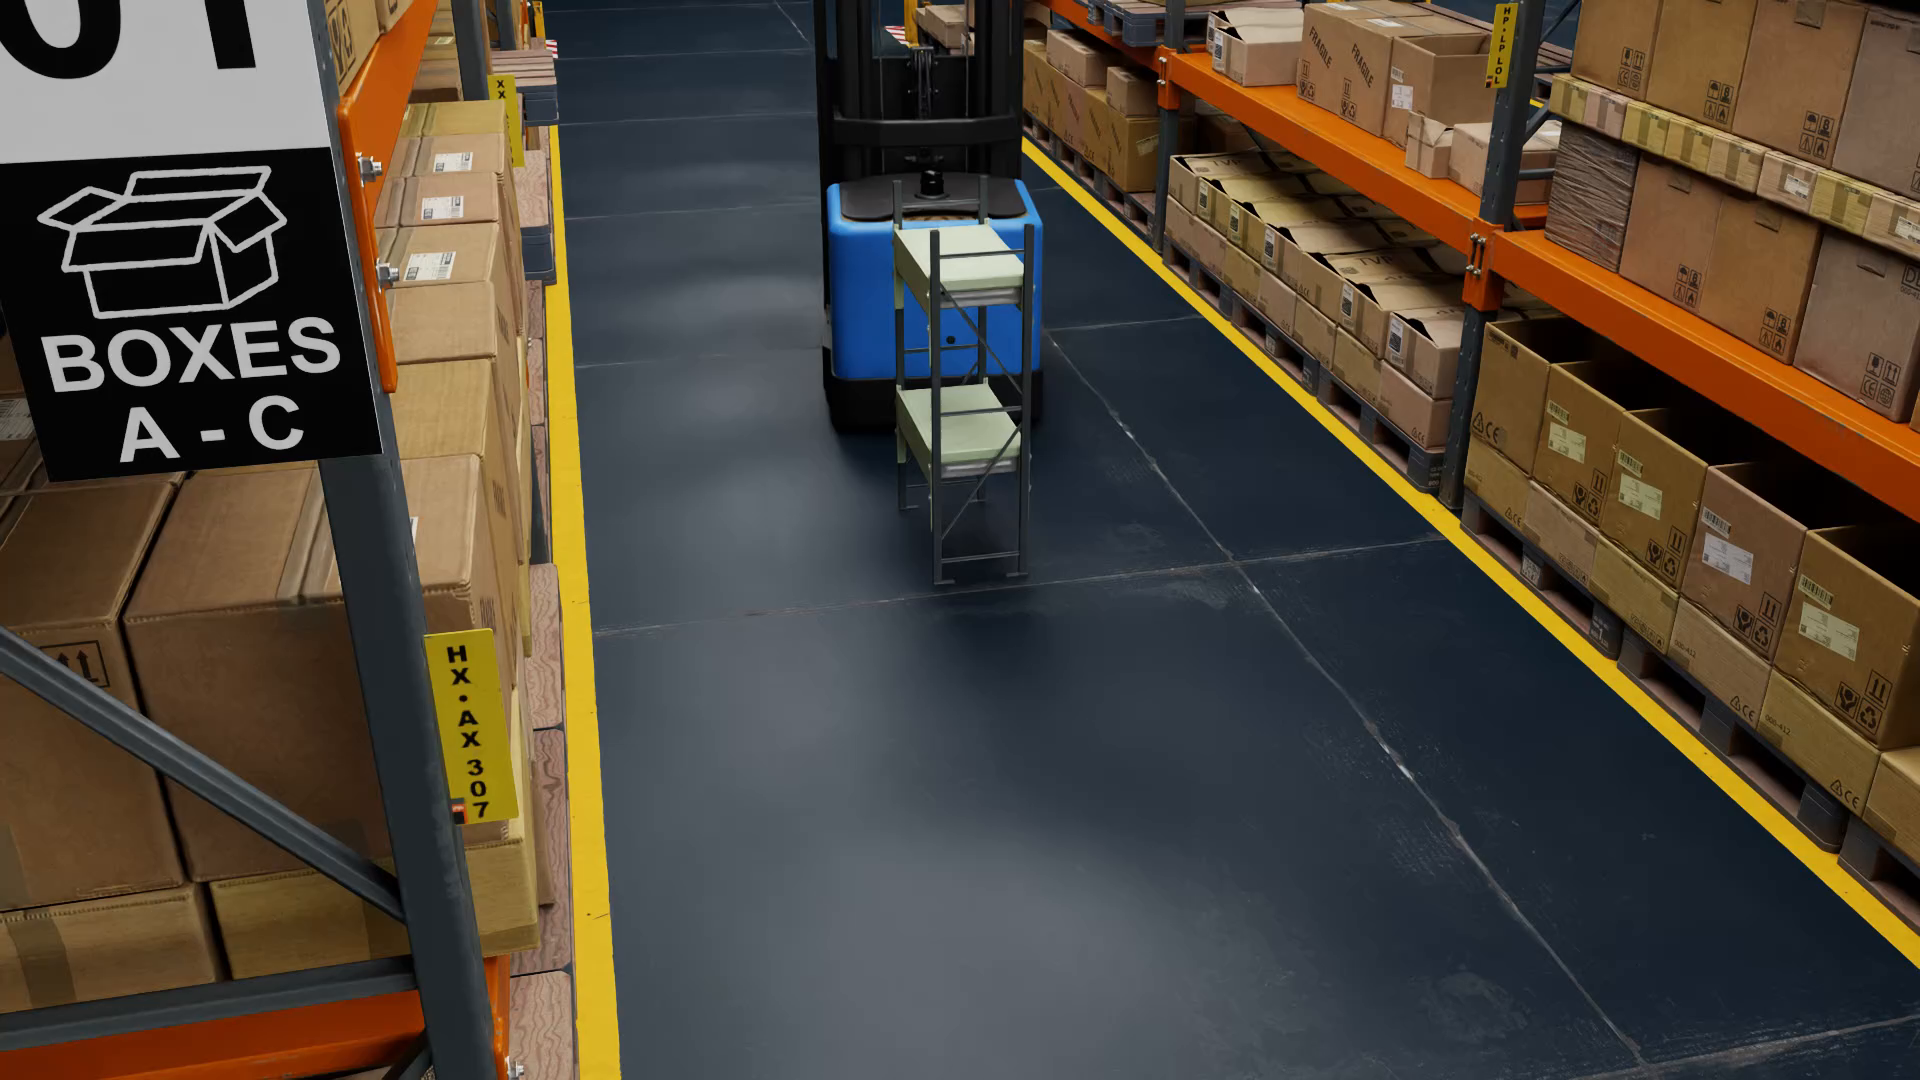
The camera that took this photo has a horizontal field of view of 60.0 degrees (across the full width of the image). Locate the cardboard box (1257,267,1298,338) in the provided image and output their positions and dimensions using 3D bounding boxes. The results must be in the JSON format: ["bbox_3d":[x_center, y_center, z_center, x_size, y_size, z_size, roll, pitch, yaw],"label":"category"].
[{"bbox_3d":[1.968,-1.326,9.135,0.500,0.250,0.500,-5,27,-11],"label":"cardboard box"}]

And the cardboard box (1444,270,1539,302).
[{"bbox_3d":[2.727,-1.181,8.224,0.500,0.311,0.500,-6,27,-12],"label":"cardboard box"}]

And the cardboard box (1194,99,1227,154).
[{"bbox_3d":[1.836,-2.838,11.830,0.500,0.500,0.500,-7,28,-13],"label":"cardboard box"}]

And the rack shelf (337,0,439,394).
[{"bbox_3d":[-1.690,-1.179,3.726,1.077,0.370,4.000,-6,27,-12],"label":"rack shelf"}]

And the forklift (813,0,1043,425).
[{"bbox_3d":[-0.234,-2.507,8.965,1.130,2.935,3.031,-2,27,-4],"label":"forklift"}]

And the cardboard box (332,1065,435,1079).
[{"bbox_3d":[-1.307,1.408,3.627,0.500,0.311,0.500,-9,28,-17],"label":"cardboard box"}]

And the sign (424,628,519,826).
[{"bbox_3d":[-0.711,0.275,2.415,0.100,0.325,0.005,-6,27,-12],"label":"sign"}]

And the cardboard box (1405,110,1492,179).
[{"bbox_3d":[2.308,-1.851,7.737,0.396,0.266,0.258,-7,28,-13],"label":"cardboard box"}]

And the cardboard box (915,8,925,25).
[{"bbox_3d":[-0.260,-5.517,17.526,0.380,0.149,0.250,-6,27,-12],"label":"cardboard box"}]

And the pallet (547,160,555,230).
[{"bbox_3d":[-3.418,-2.438,11.847,1.003,0.211,1.213,-6,27,-12],"label":"pallet"}]

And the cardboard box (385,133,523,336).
[{"bbox_3d":[-1.615,-0.921,5.058,0.500,0.500,0.500,-6,27,-12],"label":"cardboard box"}]

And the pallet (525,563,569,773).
[{"bbox_3d":[-1.955,0.497,6.031,1.003,0.211,1.213,-6,27,-12],"label":"pallet"}]

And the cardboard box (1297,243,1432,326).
[{"bbox_3d":[2.081,-1.350,8.558,0.500,0.311,0.500,-6,27,-12],"label":"cardboard box"}]

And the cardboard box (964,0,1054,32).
[{"bbox_3d":[0.454,-4.962,16.034,0.797,0.503,0.637,-6,27,-12],"label":"cardboard box"}]

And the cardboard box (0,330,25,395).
[{"bbox_3d":[-1.777,-0.193,3.616,0.500,0.500,0.500,-7,28,-13],"label":"cardboard box"}]

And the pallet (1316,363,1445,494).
[{"bbox_3d":[2.481,-0.618,8.240,1.003,0.211,1.213,-6,27,-12],"label":"pallet"}]

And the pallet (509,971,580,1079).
[{"bbox_3d":[-1.405,1.568,3.908,1.003,0.211,1.213,-6,27,-12],"label":"pallet"}]

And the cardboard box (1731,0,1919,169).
[{"bbox_3d":[3.018,-1.532,5.405,0.700,0.500,0.500,-6,27,-12],"label":"cardboard box"}]

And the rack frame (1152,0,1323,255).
[{"bbox_3d":[1.783,-3.300,10.458,1.000,3.000,0.127,-6,27,-12],"label":"rack frame"}]

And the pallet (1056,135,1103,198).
[{"bbox_3d":[1.381,-2.921,12.803,1.003,0.211,1.213,-6,27,-12],"label":"pallet"}]

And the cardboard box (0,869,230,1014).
[{"bbox_3d":[-1.533,0.590,2.897,0.500,0.250,0.500,-6,27,-11],"label":"cardboard box"}]

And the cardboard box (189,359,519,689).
[{"bbox_3d":[-1.156,-0.018,3.268,0.500,0.500,0.500,-6,27,-11],"label":"cardboard box"}]

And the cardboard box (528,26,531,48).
[{"bbox_3d":[-4.477,-4.862,15.861,0.700,0.500,0.500,-6,27,-12],"label":"cardboard box"}]

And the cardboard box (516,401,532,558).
[{"bbox_3d":[-1.391,-0.144,4.351,0.500,0.250,0.500,-6,27,-11],"label":"cardboard box"}]

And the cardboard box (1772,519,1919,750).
[{"bbox_3d":[2.936,0.275,5.129,0.500,0.500,0.500,-6,27,-12],"label":"cardboard box"}]

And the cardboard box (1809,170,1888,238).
[{"bbox_3d":[2.909,-1.060,5.191,0.380,0.149,0.250,-6,27,-12],"label":"cardboard box"}]

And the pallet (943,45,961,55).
[{"bbox_3d":[0.450,-4.649,16.226,1.003,0.211,1.213,-6,27,-12],"label":"pallet"}]

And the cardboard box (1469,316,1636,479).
[{"bbox_3d":[2.484,-0.603,6.869,0.500,0.500,0.500,-6,27,-12],"label":"cardboard box"}]

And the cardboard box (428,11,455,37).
[{"bbox_3d":[-2.520,-2.039,7.361,0.700,0.500,0.500,-2,27,-5],"label":"cardboard box"}]

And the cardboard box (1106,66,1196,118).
[{"bbox_3d":[1.327,-3.126,11.568,0.500,0.250,0.500,-5,27,-10],"label":"cardboard box"}]

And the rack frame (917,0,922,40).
[{"bbox_3d":[-0.019,-6.812,17.416,1.000,3.000,0.127,-6,27,-12],"label":"rack frame"}]

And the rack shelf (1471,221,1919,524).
[{"bbox_3d":[3.136,-0.344,5.402,1.077,0.370,4.000,-6,27,-12],"label":"rack shelf"}]

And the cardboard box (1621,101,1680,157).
[{"bbox_3d":[2.673,-1.517,6.095,0.380,0.149,0.250,-7,28,-13],"label":"cardboard box"}]

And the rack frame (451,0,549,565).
[{"bbox_3d":[-2.141,-1.039,5.979,1.000,3.000,0.127,-6,27,-12],"label":"rack frame"}]

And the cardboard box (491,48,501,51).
[{"bbox_3d":[-2.891,-2.860,9.843,0.380,0.149,0.250,-6,27,-12],"label":"cardboard box"}]

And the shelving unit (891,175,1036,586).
[{"bbox_3d":[0.002,-0.667,6.906,0.431,1.500,0.755,-6,27,-12],"label":"shelving unit"}]

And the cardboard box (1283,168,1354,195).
[{"bbox_3d":[2.265,-2.077,10.000,0.500,0.311,0.500,-6,27,-12],"label":"cardboard box"}]

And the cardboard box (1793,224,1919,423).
[{"bbox_3d":[3.142,-0.718,5.232,0.700,0.500,0.500,-5,27,-10],"label":"cardboard box"}]

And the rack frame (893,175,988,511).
[{"bbox_3d":[-0.081,-0.827,7.225,0.400,1.500,0.023,-6,27,-12],"label":"rack frame"}]

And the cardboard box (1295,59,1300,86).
[{"bbox_3d":[2.126,-2.633,9.417,0.380,0.149,0.250,-4,27,-8],"label":"cardboard box"}]

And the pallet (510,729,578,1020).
[{"bbox_3d":[-1.676,1.034,4.967,1.003,0.211,1.213,-6,27,-12],"label":"pallet"}]

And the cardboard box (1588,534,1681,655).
[{"bbox_3d":[2.709,0.171,6.168,0.500,0.250,0.500,-6,27,-12],"label":"cardboard box"}]

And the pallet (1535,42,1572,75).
[{"bbox_3d":[5.505,-4.631,16.191,1.003,0.211,1.213,-6,27,-12],"label":"pallet"}]

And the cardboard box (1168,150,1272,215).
[{"bbox_3d":[1.615,-2.250,10.342,0.500,0.311,0.500,-5,27,-10],"label":"cardboard box"}]

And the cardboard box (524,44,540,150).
[{"bbox_3d":[-3.467,-3.117,12.016,0.750,0.750,0.750,-5,27,-10],"label":"cardboard box"}]

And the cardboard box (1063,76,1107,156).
[{"bbox_3d":[1.103,-3.224,12.594,0.500,0.500,0.500,-7,28,-14],"label":"cardboard box"}]
